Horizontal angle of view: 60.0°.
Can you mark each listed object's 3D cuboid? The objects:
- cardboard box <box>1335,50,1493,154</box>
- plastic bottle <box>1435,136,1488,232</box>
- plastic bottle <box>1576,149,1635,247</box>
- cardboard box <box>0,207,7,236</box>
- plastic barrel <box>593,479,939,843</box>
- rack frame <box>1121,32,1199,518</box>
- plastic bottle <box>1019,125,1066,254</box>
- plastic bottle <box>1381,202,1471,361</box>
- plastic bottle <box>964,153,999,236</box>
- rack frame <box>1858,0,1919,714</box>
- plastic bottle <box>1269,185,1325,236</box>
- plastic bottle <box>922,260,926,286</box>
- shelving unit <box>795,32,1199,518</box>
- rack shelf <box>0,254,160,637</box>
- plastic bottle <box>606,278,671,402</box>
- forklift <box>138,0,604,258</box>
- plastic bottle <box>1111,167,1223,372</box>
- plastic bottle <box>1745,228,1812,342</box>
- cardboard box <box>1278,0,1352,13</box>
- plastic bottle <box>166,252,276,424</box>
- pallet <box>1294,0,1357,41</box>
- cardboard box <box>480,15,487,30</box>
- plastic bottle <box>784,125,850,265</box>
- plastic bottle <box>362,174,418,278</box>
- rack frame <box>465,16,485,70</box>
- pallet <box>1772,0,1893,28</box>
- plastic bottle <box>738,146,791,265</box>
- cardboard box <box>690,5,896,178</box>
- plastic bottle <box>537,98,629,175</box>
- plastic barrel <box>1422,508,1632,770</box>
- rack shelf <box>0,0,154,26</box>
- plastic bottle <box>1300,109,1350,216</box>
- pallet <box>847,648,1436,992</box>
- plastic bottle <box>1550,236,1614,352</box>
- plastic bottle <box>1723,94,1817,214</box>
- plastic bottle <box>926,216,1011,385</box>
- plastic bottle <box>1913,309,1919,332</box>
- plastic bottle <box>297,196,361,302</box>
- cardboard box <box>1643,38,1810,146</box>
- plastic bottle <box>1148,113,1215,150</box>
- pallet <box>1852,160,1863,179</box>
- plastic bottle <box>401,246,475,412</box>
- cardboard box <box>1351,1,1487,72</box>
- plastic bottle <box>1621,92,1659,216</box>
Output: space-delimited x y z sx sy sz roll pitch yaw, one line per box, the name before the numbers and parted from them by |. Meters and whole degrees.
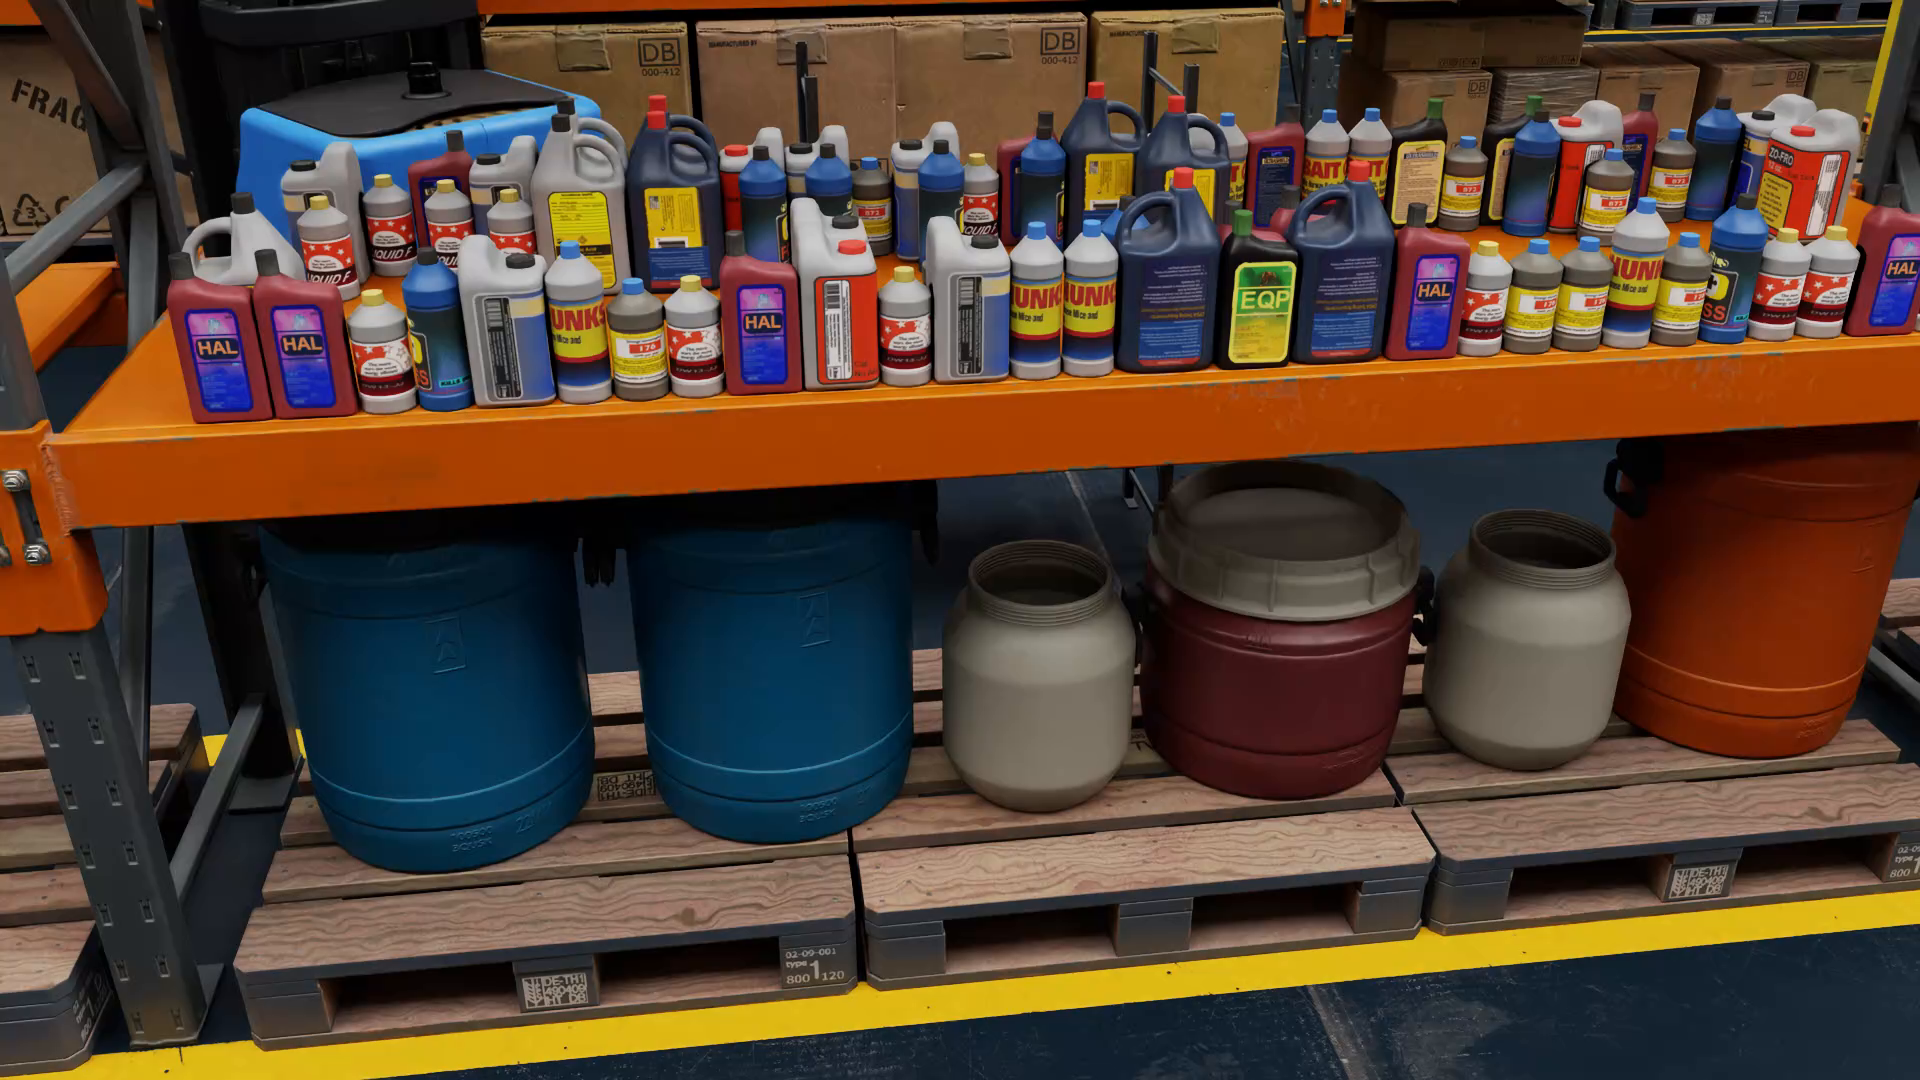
cardboard box | 2.288 -2.185 8.478 0.500 0.500 0.700 -5 28 -10
plastic bottle | 1.135 -0.808 3.756 0.097 0.201 0.097 0 27 0
plastic bottle | 1.421 -0.756 3.655 0.097 0.201 0.097 0 27 0
cardboard box | -4.771 -1.917 7.568 0.875 0.875 0.875 -4 27 -7
plastic barrel | -0.402 0.119 3.571 0.708 0.901 0.600 -4 27 -7
rack frame | 0.588 -0.705 4.981 0.032 1.500 0.500 -4 27 -7
plastic bottle | 0.177 -0.749 3.566 0.097 0.271 0.097 0 27 0
plastic bottle | 0.844 -0.467 3.003 0.133 0.283 0.061 -4 27 -7
plastic bottle | 0.037 -0.737 3.619 0.097 0.201 0.097 0 27 0
rack frame | 2.317 -0.810 3.544 0.127 3.000 1.000 -4 27 -7
plastic bottle | 0.641 -0.521 3.107 0.133 0.283 0.061 -4 27 -7
plastic bottle | -0.022 -0.454 3.066 0.097 0.201 0.097 0 27 0
shelving unit | 0.084 -0.673 4.918 1.048 1.500 0.538 -4 27 -7
rack shelf | -3.624 -0.109 2.964 4.000 0.370 1.077 -4 27 -7
plastic bottle | -0.555 -0.349 2.863 0.097 0.201 0.097 0 27 0
forklift | -2.681 -2.260 6.443 1.130 2.935 3.031 -24 36 -39
plastic bottle | 0.366 -0.486 2.965 0.185 0.351 0.144 -4 27 -7
plastic bottle | 1.534 -0.484 3.124 0.097 0.201 0.097 0 27 0
cardboard box | 2.517 -4.539 12.815 0.750 0.750 1.050 -3 27 -6
plastic bottle | -1.221 -0.335 2.744 0.133 0.283 0.061 -4 27 -7
pallet | 3.033 -4.150 13.106 1.213 0.211 1.003 -4 27 -7
cardboard box | -3.535 -3.805 12.042 0.250 0.149 0.380 -3 27 -6
plastic bottle | -0.304 -0.736 3.534 0.135 0.276 0.152 -4 27 -7
plastic bottle | -1.188 -0.659 3.465 0.097 0.201 0.097 0 27 0
rack frame | -2.334 -2.795 7.412 0.127 3.000 1.000 -4 27 -7
pallet | 6.972 -4.404 13.602 1.213 0.211 1.003 -4 27 -7
plastic bottle | -0.402 -0.670 3.411 0.097 0.271 0.097 0 27 0
cardboard box | -0.818 -2.144 8.009 0.875 0.875 1.225 -5 28 -9
plastic bottle | -0.779 -0.740 3.461 0.185 0.351 0.144 -4 27 -7
plastic barrel | 1.288 0.225 3.791 0.421 0.512 0.421 0 27 0
rack shelf | -4.314 -2.348 7.328 4.000 0.370 1.077 -4 27 -7
plastic bottle | 0.810 -0.818 3.699 0.097 0.271 0.097 0 27 0
pallet | 0.337 0.575 3.898 1.213 0.211 1.003 -4 27 -7
plastic bottle | 1.149 -0.459 3.076 0.097 0.201 0.097 0 27 0
plastic bottle | 1.844 -0.874 3.803 0.135 0.276 0.152 -4 27 -7
plastic bottle | 0.014 -0.432 2.941 0.135 0.276 0.152 -4 27 -7
plastic bottle | 1.859 -0.504 3.165 0.097 0.201 0.097 0 27 0
plastic bottle | -1.263 -0.584 3.319 0.097 0.201 0.097 0 27 0
cardboard box | 3.948 -2.301 8.704 0.500 0.500 0.700 -6 28 -12
plastic bottle | 0.470 -0.786 3.631 0.135 0.276 0.152 -4 27 -7
pallet | 4.817 -2.013 8.942 1.213 0.211 1.003 -4 27 -7
plastic bottle | -0.881 -0.360 2.806 0.097 0.271 0.097 0 27 0
cardboard box | 2.286 -2.523 8.316 0.500 0.250 0.500 -3 27 -5
plastic bottle | 1.512 -0.877 3.801 0.133 0.283 0.061 -4 27 -7
